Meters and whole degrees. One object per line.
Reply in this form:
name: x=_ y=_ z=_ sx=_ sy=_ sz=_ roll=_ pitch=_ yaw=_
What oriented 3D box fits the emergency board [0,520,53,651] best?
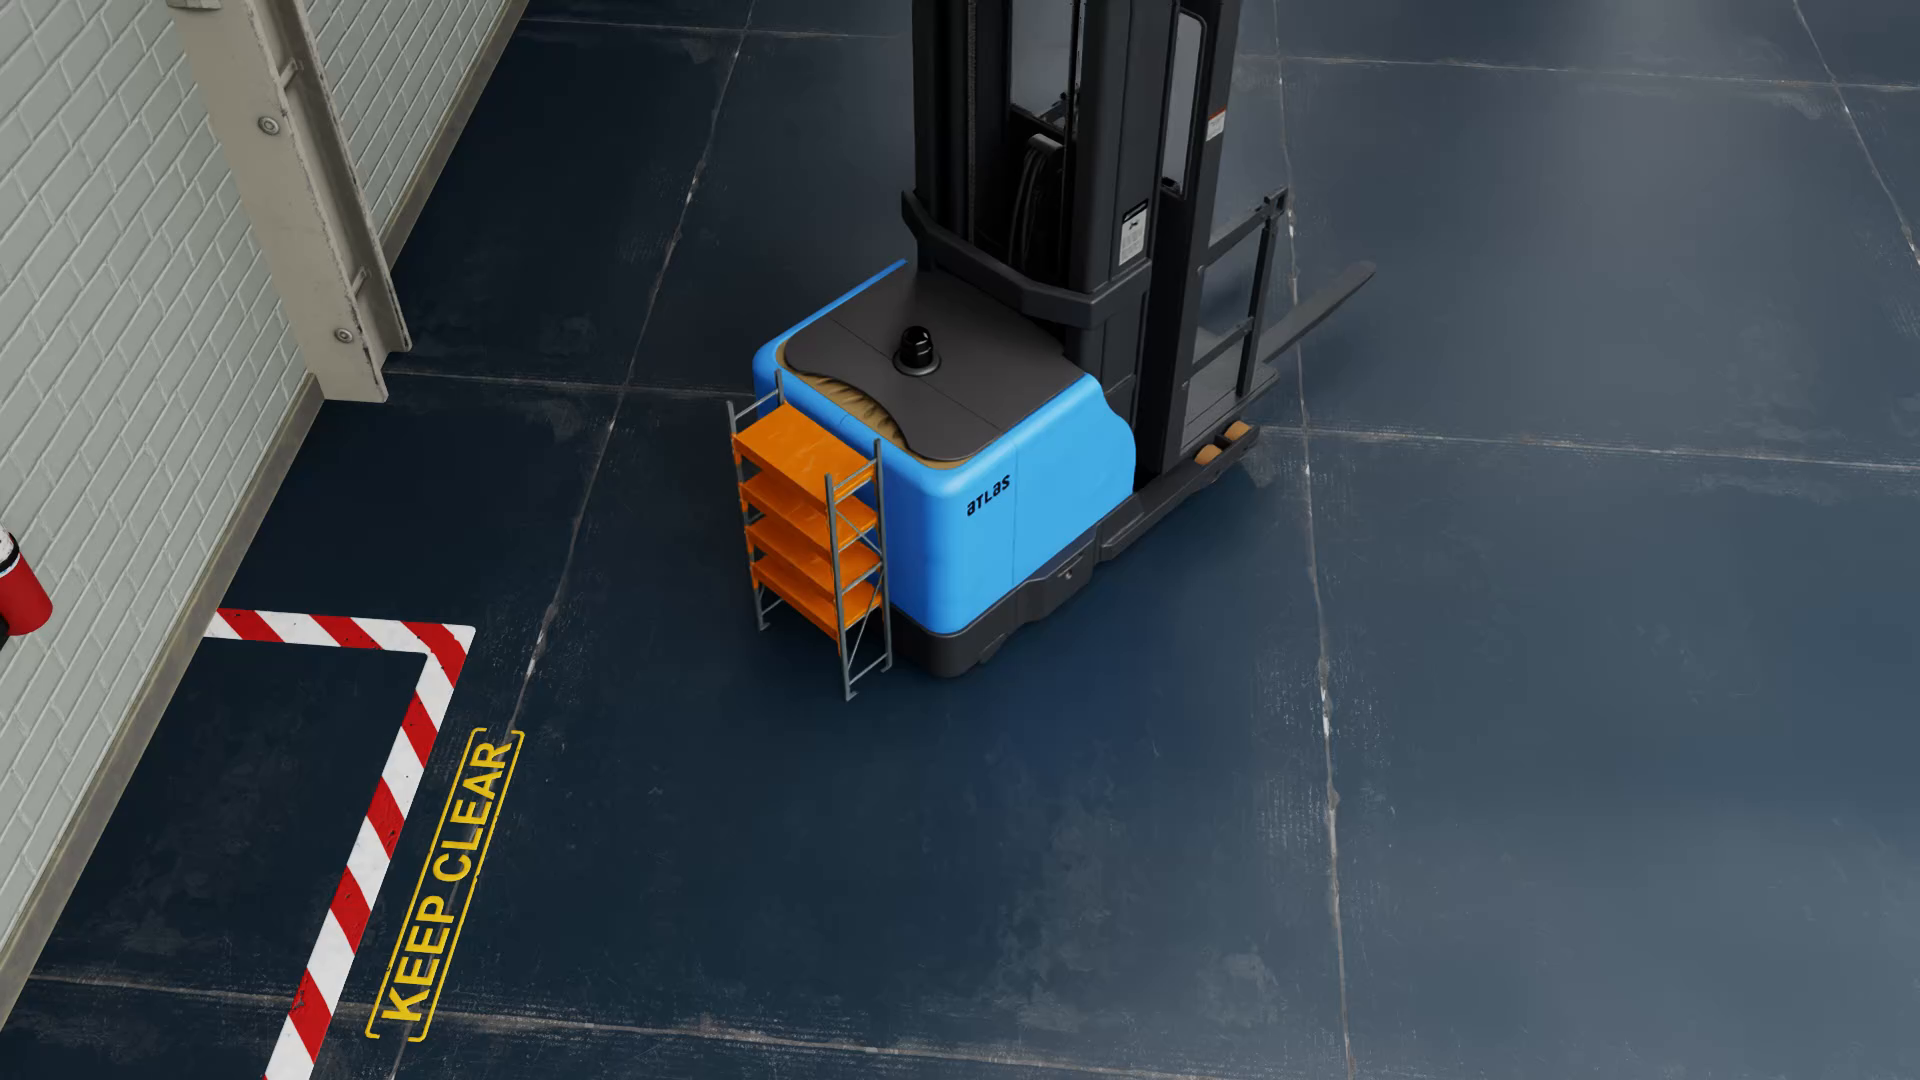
emergency board: x=-2.934 y=0.039 z=4.707 sx=0.194 sy=1.169 sz=0.643 roll=4 pitch=48 yaw=4

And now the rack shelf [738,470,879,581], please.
rack shelf: x=-0.522 y=-0.096 z=5.838 sx=0.480 sy=0.148 sz=0.258 roll=36 pitch=57 yaw=28

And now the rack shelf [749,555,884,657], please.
rack shelf: x=-0.521 y=0.188 z=6.150 sx=0.480 sy=0.148 sz=0.258 roll=36 pitch=57 yaw=28

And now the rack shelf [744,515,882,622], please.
rack shelf: x=-0.522 y=0.055 z=6.004 sx=0.480 sy=0.148 sz=0.258 roll=36 pitch=57 yaw=28

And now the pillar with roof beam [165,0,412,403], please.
pillar with roof beam: x=1.616 y=-3.509 z=3.887 sx=9.100 sy=9.000 sz=0.400 roll=4 pitch=48 yaw=4

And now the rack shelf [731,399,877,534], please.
rack shelf: x=-0.522 y=-0.255 z=5.663 sx=0.480 sy=0.148 sz=0.258 roll=36 pitch=57 yaw=28

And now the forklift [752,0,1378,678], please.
forklift: x=0.624 y=-1.465 z=6.129 sx=1.130 sy=2.935 sz=3.031 roll=36 pitch=57 yaw=28

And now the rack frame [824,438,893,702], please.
rack frame: x=-0.346 y=0.134 z=5.839 sx=0.015 sy=1.200 sz=0.240 roll=36 pitch=57 yaw=28

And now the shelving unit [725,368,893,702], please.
shelving unit: x=-0.522 y=0.009 z=5.954 sx=0.503 sy=1.200 sz=0.258 roll=36 pitch=57 yaw=28

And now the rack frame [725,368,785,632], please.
rack frame: x=-0.697 y=-0.116 z=6.068 sx=0.015 sy=1.200 sz=0.240 roll=36 pitch=57 yaw=28
